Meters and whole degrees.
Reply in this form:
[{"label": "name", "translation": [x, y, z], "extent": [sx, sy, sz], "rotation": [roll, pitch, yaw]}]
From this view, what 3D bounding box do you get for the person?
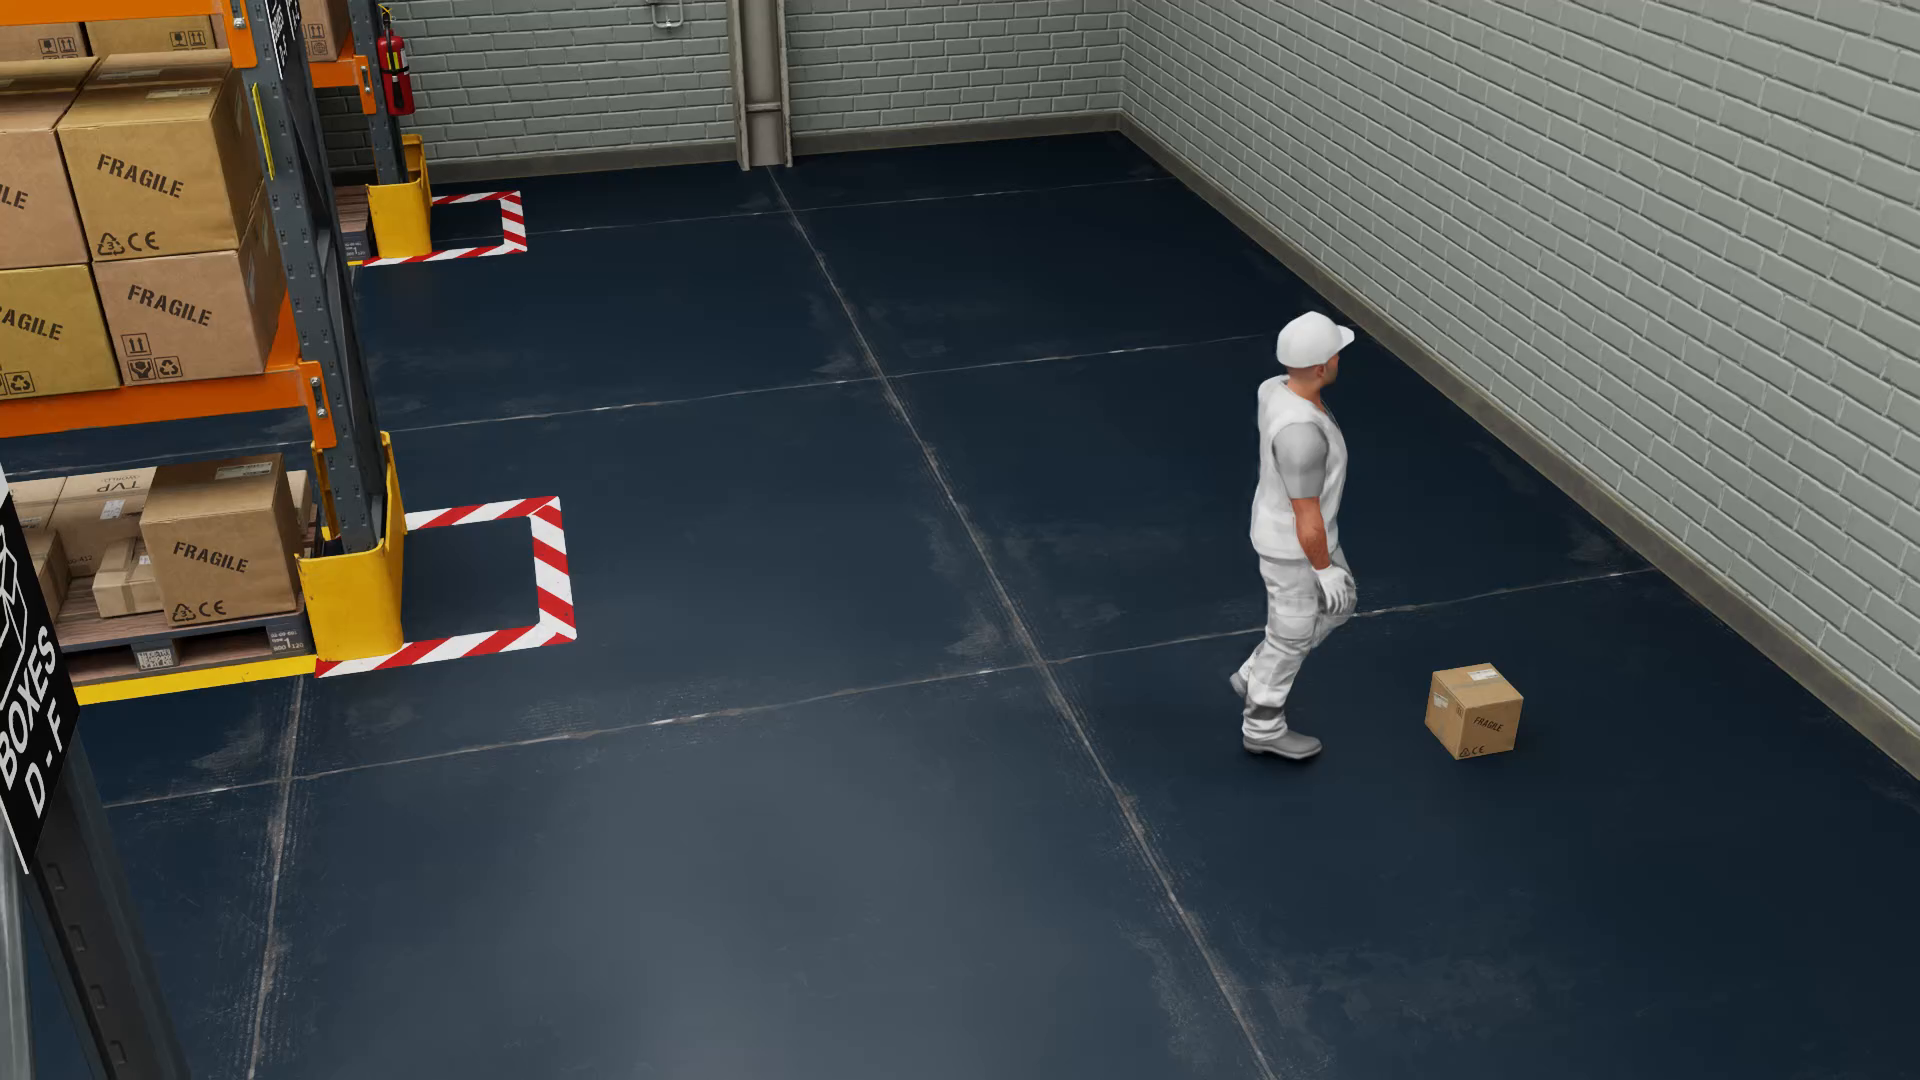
[{"label": "person", "translation": [1.261, 0.013, 6.041], "extent": [0.449, 1.786, 0.546], "rotation": [4, 30, 8]}]
